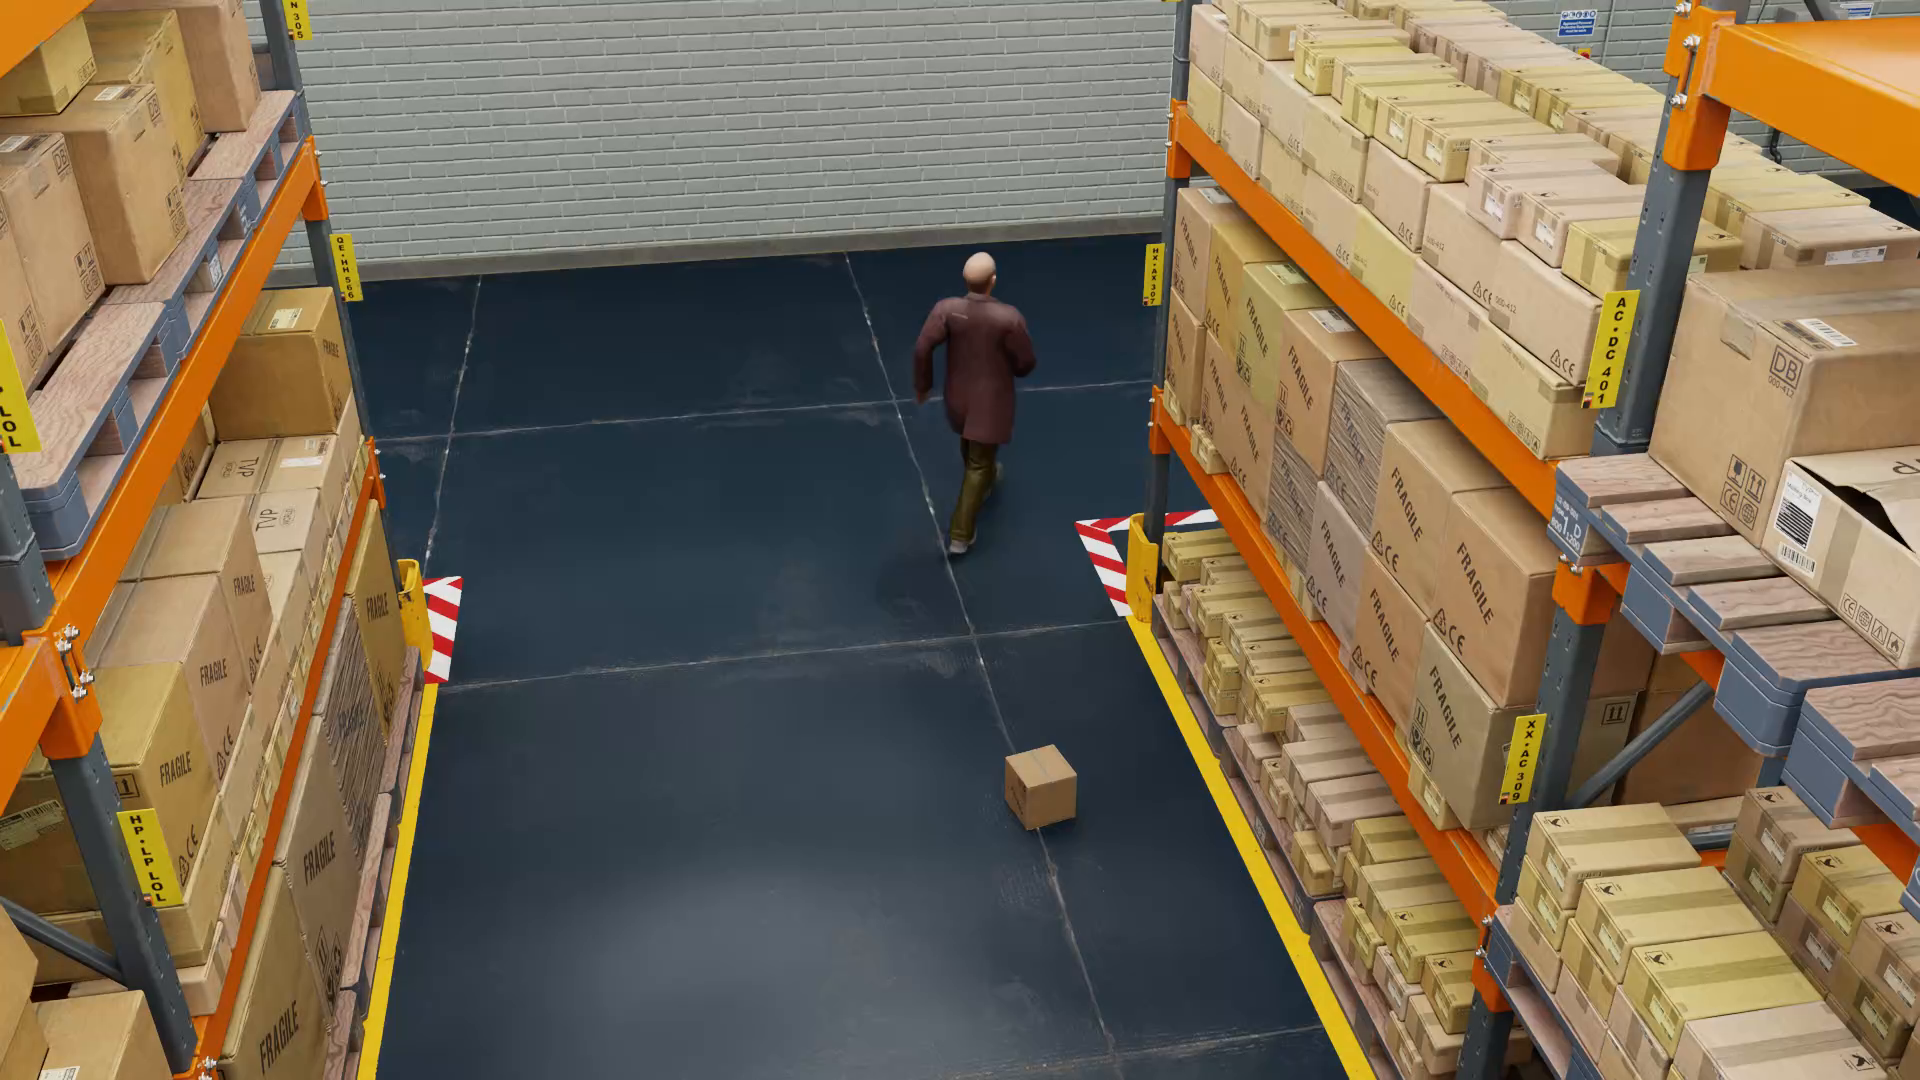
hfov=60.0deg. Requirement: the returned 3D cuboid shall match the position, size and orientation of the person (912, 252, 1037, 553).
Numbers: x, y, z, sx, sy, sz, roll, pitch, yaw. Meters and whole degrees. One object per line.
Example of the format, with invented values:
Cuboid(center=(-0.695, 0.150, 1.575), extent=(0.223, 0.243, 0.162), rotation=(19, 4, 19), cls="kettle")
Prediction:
Cuboid(center=(0.142, -0.879, 9.653), extent=(0.707, 1.744, 1.064), rotation=(13, 33, 21), cls="person")
